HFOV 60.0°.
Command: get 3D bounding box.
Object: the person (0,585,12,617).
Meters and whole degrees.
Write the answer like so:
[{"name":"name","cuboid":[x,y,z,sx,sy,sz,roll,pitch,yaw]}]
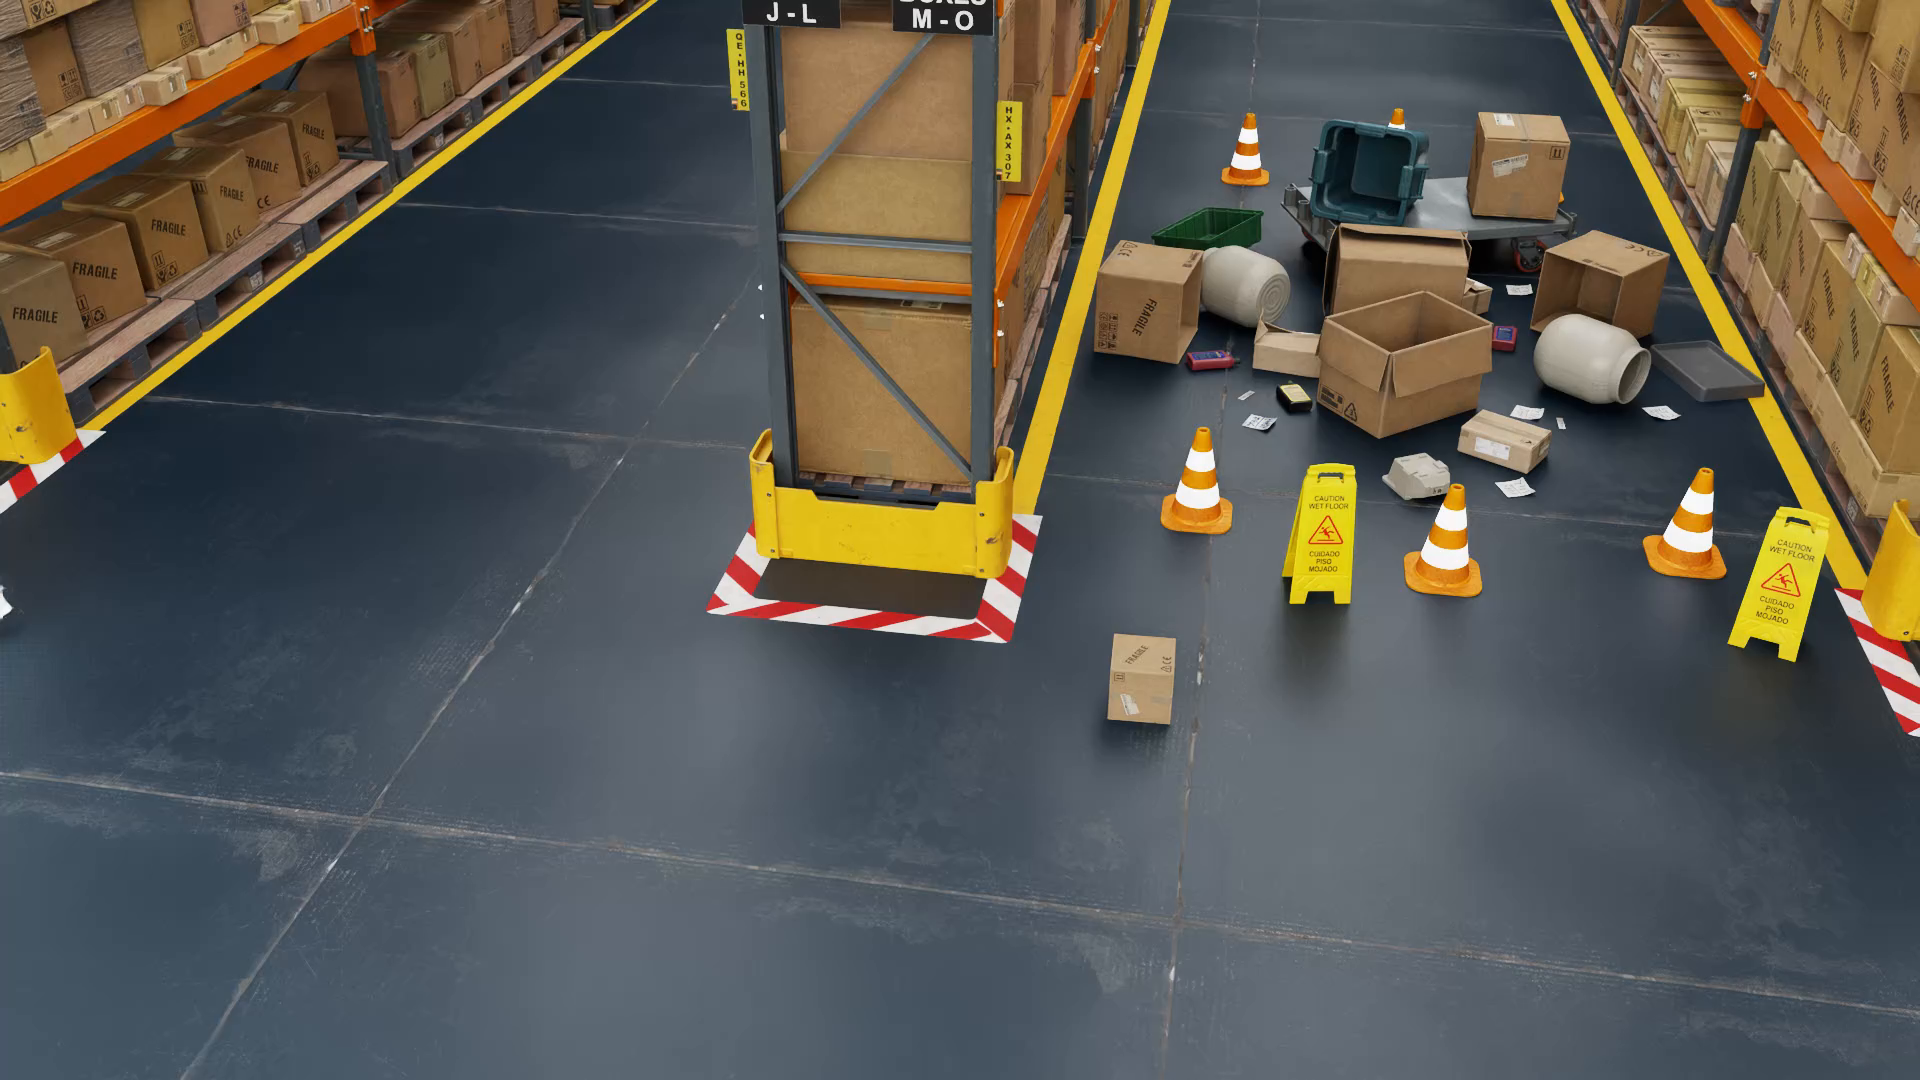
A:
[{"name":"person","cuboid":[-4.604,-0.437,6.858,1.083,1.729,0.620,3,32,5]}]
